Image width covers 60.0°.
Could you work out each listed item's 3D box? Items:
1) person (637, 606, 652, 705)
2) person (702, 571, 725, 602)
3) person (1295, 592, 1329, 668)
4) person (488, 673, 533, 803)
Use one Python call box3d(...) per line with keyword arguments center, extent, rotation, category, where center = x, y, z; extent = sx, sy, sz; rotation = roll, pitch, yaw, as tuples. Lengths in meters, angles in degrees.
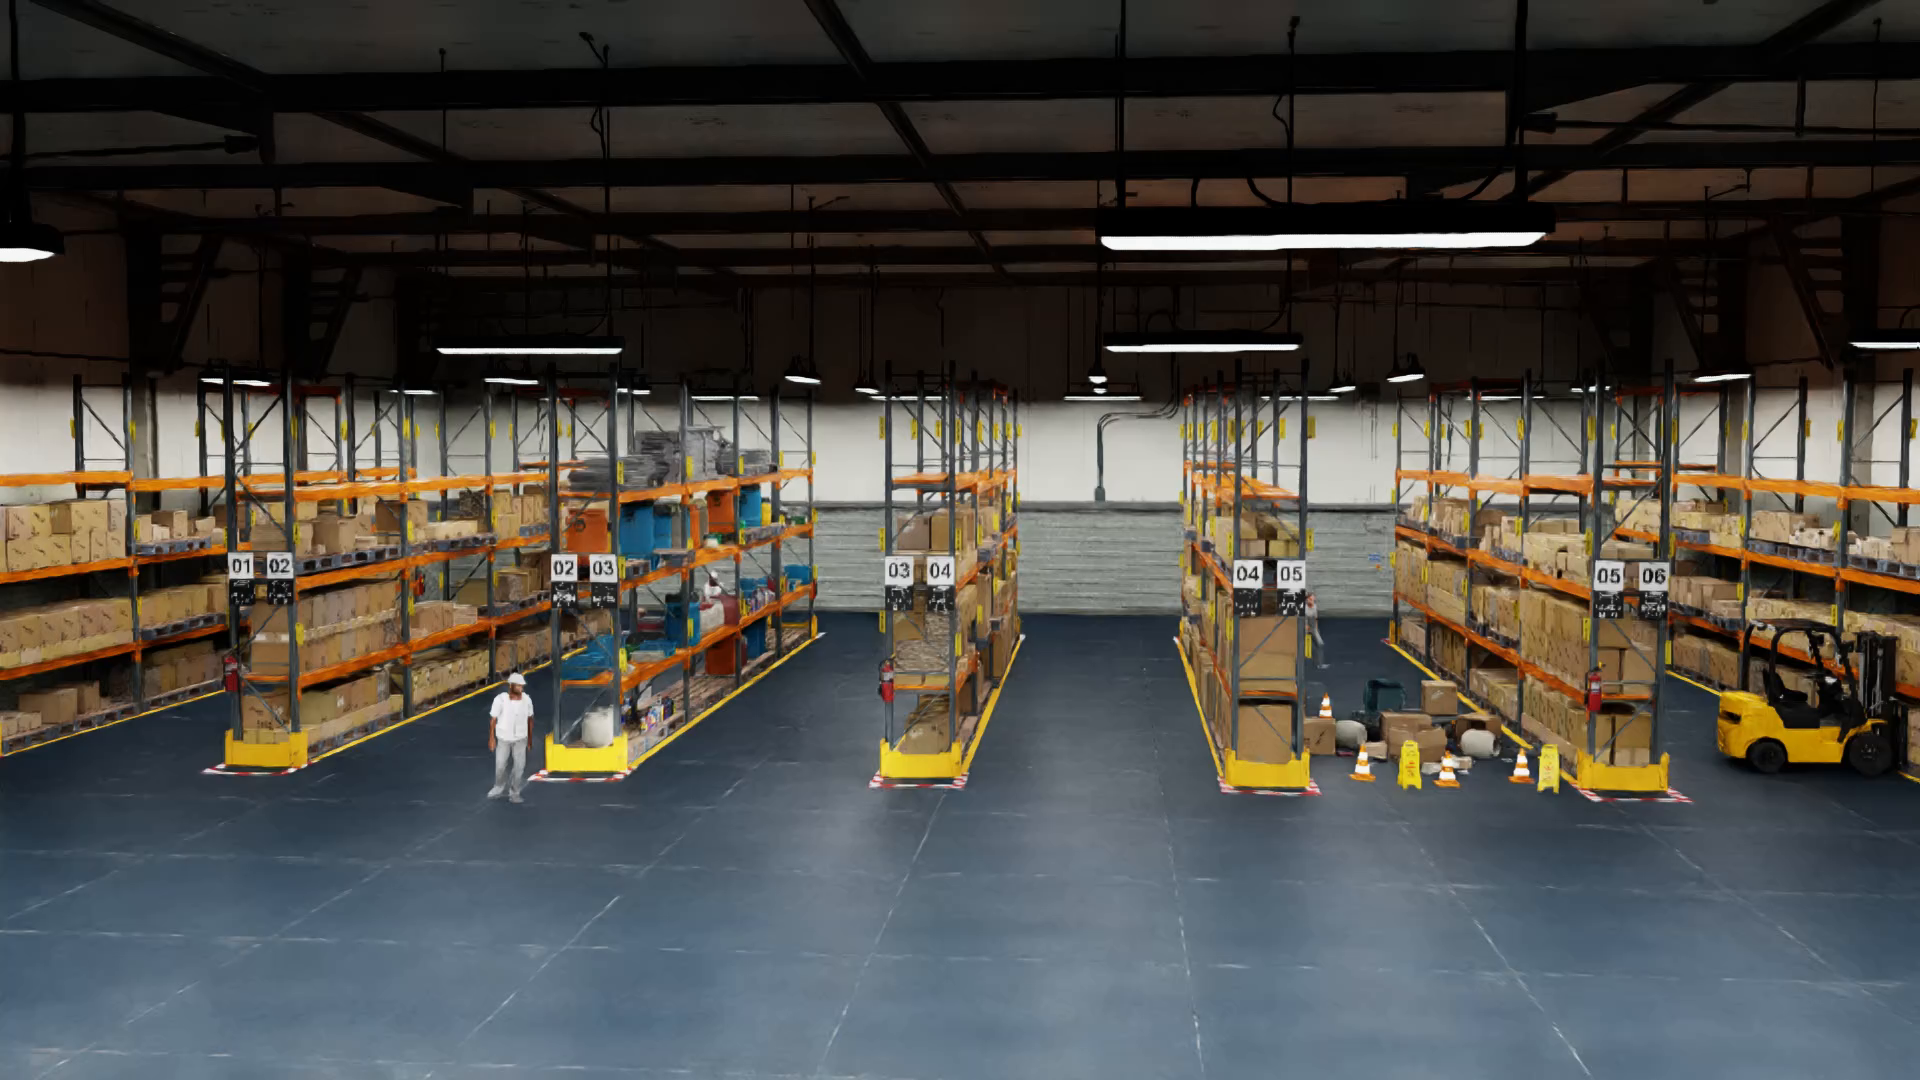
box3d(center=(-5.785, 2.079, 30.430), extent=(0.499, 1.746, 0.647), rotation=(2, 4, 23), category="person")
box3d(center=(-5.779, 1.573, 38.987), extent=(0.566, 1.706, 1.122), rotation=(0, 4, 7), category="person")
box3d(center=(7.360, 1.882, 35.115), extent=(0.609, 1.599, 0.817), rotation=(-1, 4, -12), category="person")
box3d(center=(-6.063, 2.655, 22.431), extent=(0.612, 1.754, 0.579), rotation=(-2, 4, -30), category="person")
